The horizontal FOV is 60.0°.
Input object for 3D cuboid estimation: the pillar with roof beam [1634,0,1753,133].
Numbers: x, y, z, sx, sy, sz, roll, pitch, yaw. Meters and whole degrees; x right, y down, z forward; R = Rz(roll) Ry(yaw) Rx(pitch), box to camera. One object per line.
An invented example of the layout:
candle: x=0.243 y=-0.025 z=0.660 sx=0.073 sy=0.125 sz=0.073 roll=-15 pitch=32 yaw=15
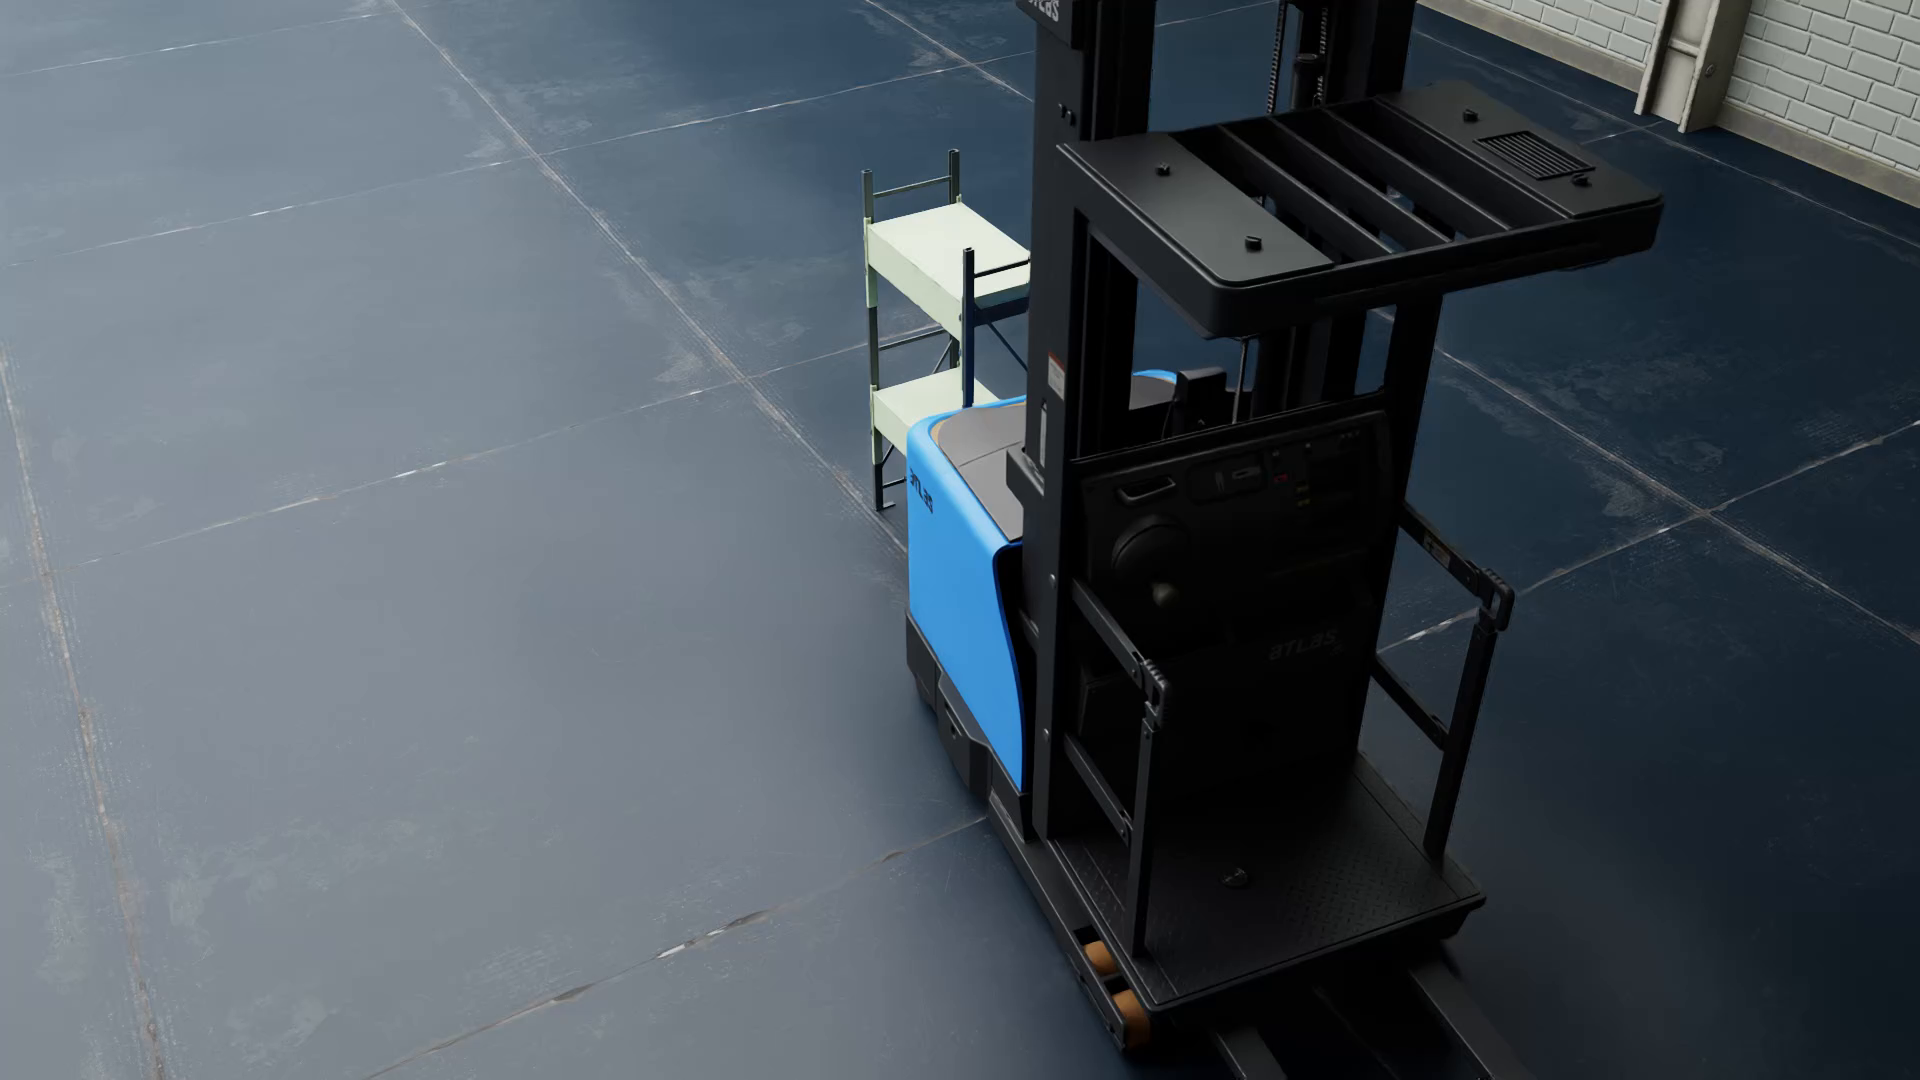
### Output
pillar with roof beam: x=0.731 y=-4.985 z=5.946 sx=9.100 sy=9.000 sz=0.400 roll=-19 pitch=40 yaw=-24

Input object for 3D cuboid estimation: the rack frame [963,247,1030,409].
rack frame: x=0.187 y=-0.416 z=6.047 sx=0.400 sy=1.500 sz=0.023 roll=-19 pitch=40 yaw=-24

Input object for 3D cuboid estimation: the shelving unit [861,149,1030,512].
shelving unit: x=0.003 y=-0.602 z=6.303 sx=0.431 sy=1.500 sz=0.755 roll=-19 pitch=40 yaw=-24

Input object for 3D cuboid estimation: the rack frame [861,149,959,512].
rack frame: x=-0.181 y=-0.789 z=6.559 sx=0.400 sy=1.500 sz=0.023 roll=-19 pitch=40 yaw=-24

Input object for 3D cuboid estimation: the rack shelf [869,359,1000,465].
rack shelf: x=0.003 y=-0.339 z=6.495 sx=0.431 sy=0.370 sz=0.720 roll=-19 pitch=40 yaw=-24

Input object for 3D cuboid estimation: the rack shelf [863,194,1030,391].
rack shelf: x=0.003 y=-0.917 z=6.073 sx=0.431 sy=0.370 sz=0.720 roll=-19 pitch=40 yaw=-24

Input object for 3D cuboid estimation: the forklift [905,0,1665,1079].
forklift: x=0.833 y=-0.016 z=4.287 sx=1.130 sy=2.935 sz=3.031 roll=-14 pitch=38 yaw=-18
